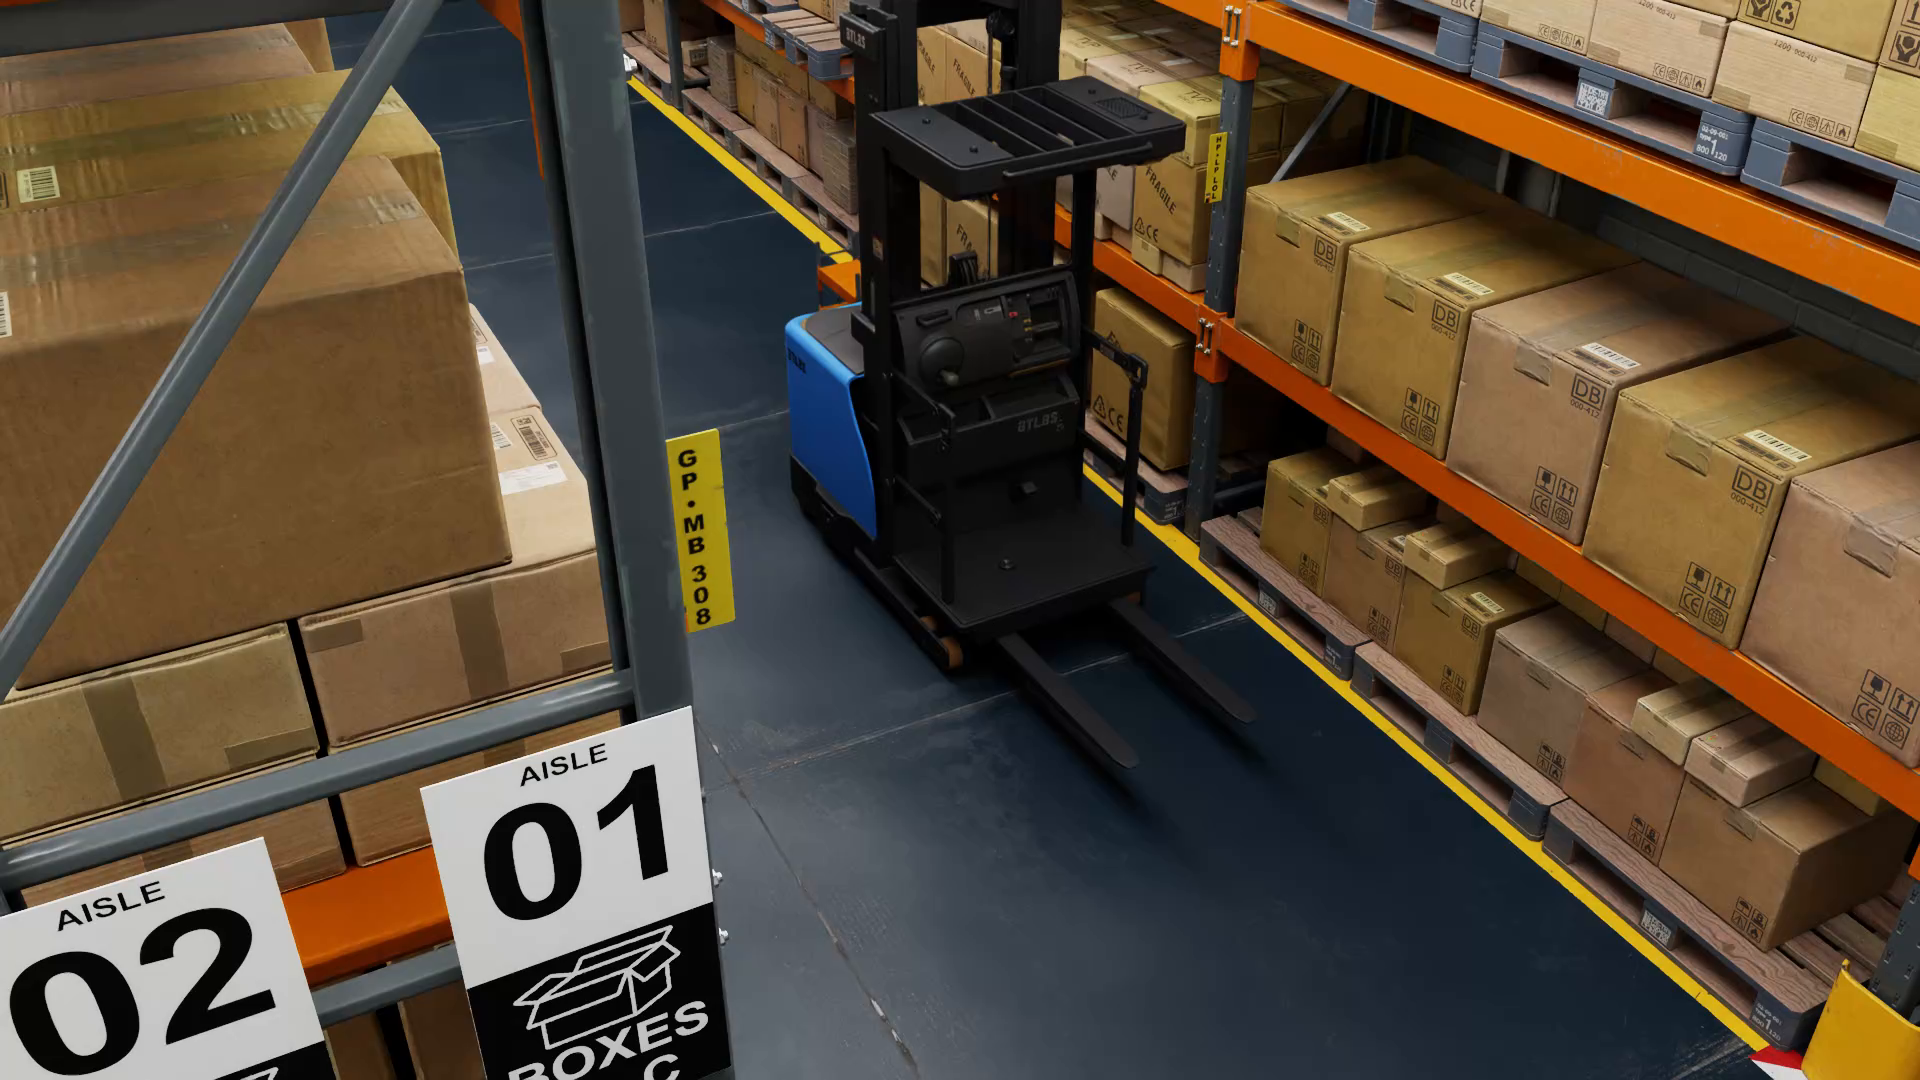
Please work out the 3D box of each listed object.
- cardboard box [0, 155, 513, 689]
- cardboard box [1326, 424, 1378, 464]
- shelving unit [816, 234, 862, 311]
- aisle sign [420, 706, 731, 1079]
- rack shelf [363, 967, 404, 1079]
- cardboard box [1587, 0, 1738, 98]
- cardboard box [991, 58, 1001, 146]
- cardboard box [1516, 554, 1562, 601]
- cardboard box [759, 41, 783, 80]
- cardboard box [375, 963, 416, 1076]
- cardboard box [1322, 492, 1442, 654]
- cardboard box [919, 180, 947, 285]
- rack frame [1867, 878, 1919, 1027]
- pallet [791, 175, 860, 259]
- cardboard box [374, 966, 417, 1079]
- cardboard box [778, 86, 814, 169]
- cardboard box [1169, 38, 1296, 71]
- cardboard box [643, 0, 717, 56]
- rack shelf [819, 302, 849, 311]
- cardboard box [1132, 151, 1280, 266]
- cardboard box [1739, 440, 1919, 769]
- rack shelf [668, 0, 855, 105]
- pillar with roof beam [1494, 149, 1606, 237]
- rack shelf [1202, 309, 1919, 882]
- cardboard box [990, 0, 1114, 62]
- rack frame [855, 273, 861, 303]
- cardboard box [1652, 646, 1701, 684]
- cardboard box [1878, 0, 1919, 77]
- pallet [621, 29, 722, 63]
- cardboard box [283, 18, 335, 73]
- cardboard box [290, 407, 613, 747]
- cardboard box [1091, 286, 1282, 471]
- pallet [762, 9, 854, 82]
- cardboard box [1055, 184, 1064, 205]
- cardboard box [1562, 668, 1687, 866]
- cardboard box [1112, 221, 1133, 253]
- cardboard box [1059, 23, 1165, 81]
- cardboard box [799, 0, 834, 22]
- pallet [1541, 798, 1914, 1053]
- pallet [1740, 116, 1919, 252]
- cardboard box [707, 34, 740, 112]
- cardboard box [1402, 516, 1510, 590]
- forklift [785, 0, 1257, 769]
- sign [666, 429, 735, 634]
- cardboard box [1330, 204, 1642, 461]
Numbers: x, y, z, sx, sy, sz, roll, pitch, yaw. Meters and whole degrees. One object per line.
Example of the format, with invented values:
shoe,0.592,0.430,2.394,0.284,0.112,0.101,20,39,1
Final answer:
cardboard box,-1.116,-0.205,2.490,0.700,0.500,0.500,-16,36,-23
cardboard box,2.020,-0.529,8.121,0.380,0.149,0.250,-16,36,-23
shelving unit,-0.559,-1.031,9.247,0.258,1.200,0.503,-17,36,-24
aisle sign,-0.570,0.626,2.582,0.394,0.787,0.004,-16,36,-23
rack shelf,-1.794,1.110,4.903,1.077,0.370,4.000,-16,36,-23
cardboard box,2.452,-1.683,5.472,0.500,0.250,0.500,-17,36,-25
cardboard box,0.505,-2.447,9.402,0.500,0.500,0.500,-15,36,-22
cardboard box,2.629,0.092,7.153,0.380,0.149,0.250,-17,36,-24
cardboard box,-1.264,-3.857,13.204,0.500,0.250,0.500,-17,36,-24
cardboard box,-1.086,0.773,3.743,0.500,0.500,0.500,-15,36,-23
cardboard box,2.143,0.104,7.735,0.700,0.500,0.500,-16,36,-24
cardboard box,0.016,-2.191,10.993,0.750,0.750,0.750,-16,36,-24
rack frame,3.519,0.514,5.167,1.000,3.000,0.127,-16,36,-23
pallet,-0.574,-2.503,12.461,1.003,0.211,1.213,-16,36,-23
cardboard box,-1.081,1.197,4.009,0.500,0.500,0.500,-16,36,-24
cardboard box,-0.987,-3.272,12.986,0.700,0.500,0.500,-16,36,-23
cardboard box,1.420,-2.419,8.663,0.500,0.250,0.500,-15,36,-23
cardboard box,-2.596,-4.831,15.419,0.500,0.500,0.500,-19,37,-27
rack shelf,-0.559,-1.163,9.163,0.258,0.148,0.480,-17,36,-24
cardboard box,1.215,-1.727,8.279,0.500,0.500,0.500,-16,36,-24
cardboard box,3.272,0.147,5.462,0.980,0.700,0.700,-14,35,-21
rack shelf,-1.144,-3.955,12.810,1.077,0.370,4.000,-16,36,-23
pillar with roof beam,-1.063,-2.721,4.656,9.100,9.000,0.400,-16,36,-23
rack shelf,2.586,-0.137,6.851,1.077,0.370,4.000,-16,36,-23
cardboard box,0.504,-2.778,9.223,0.500,0.250,0.500,-17,36,-24
rack frame,-0.440,-0.916,9.068,0.240,1.200,0.015,-17,36,-24
cardboard box,2.986,0.456,6.584,0.380,0.149,0.250,-16,36,-23
cardboard box,2.936,-1.501,4.494,0.500,0.500,0.500,-16,36,-23
pallet,-2.994,-4.933,16.254,1.003,0.211,1.213,-16,36,-23
cardboard box,-1.752,-0.939,3.635,0.700,0.500,0.500,-16,36,-23
cardboard box,-0.871,0.041,2.801,0.500,0.250,0.500,-16,36,-23
cardboard box,1.236,-0.944,9.046,0.750,0.750,0.750,-15,36,-23
pallet,-0.638,-3.536,11.667,1.213,0.211,1.003,-16,36,-23
cardboard box,0.692,-2.005,9.313,0.380,0.149,0.250,-17,36,-24
cardboard box,2.871,0.842,6.583,0.700,0.500,0.500,-16,36,-23
cardboard box,1.026,-1.637,8.739,0.380,0.149,0.250,-15,35,-22
cardboard box,0.742,-2.535,8.844,0.500,0.250,0.500,-15,36,-22
cardboard box,-0.724,-4.013,11.732,0.700,0.500,0.500,-19,37,-28
pallet,3.077,1.326,6.484,1.003,0.211,1.213,-16,36,-23
pallet,3.164,-1.063,4.930,1.003,0.211,1.213,-16,36,-23
cardboard box,-1.718,-3.998,14.119,0.700,0.500,0.500,-15,35,-22
cardboard box,2.153,0.049,7.220,0.380,0.149,0.250,-17,36,-24
forklift,0.245,-0.902,7.441,1.130,2.935,3.031,-17,36,-24
sign,-0.382,-0.006,2.387,0.100,0.325,0.005,-16,36,-23
cardboard box,2.228,-0.908,7.109,0.980,0.700,0.700,-17,36,-24
